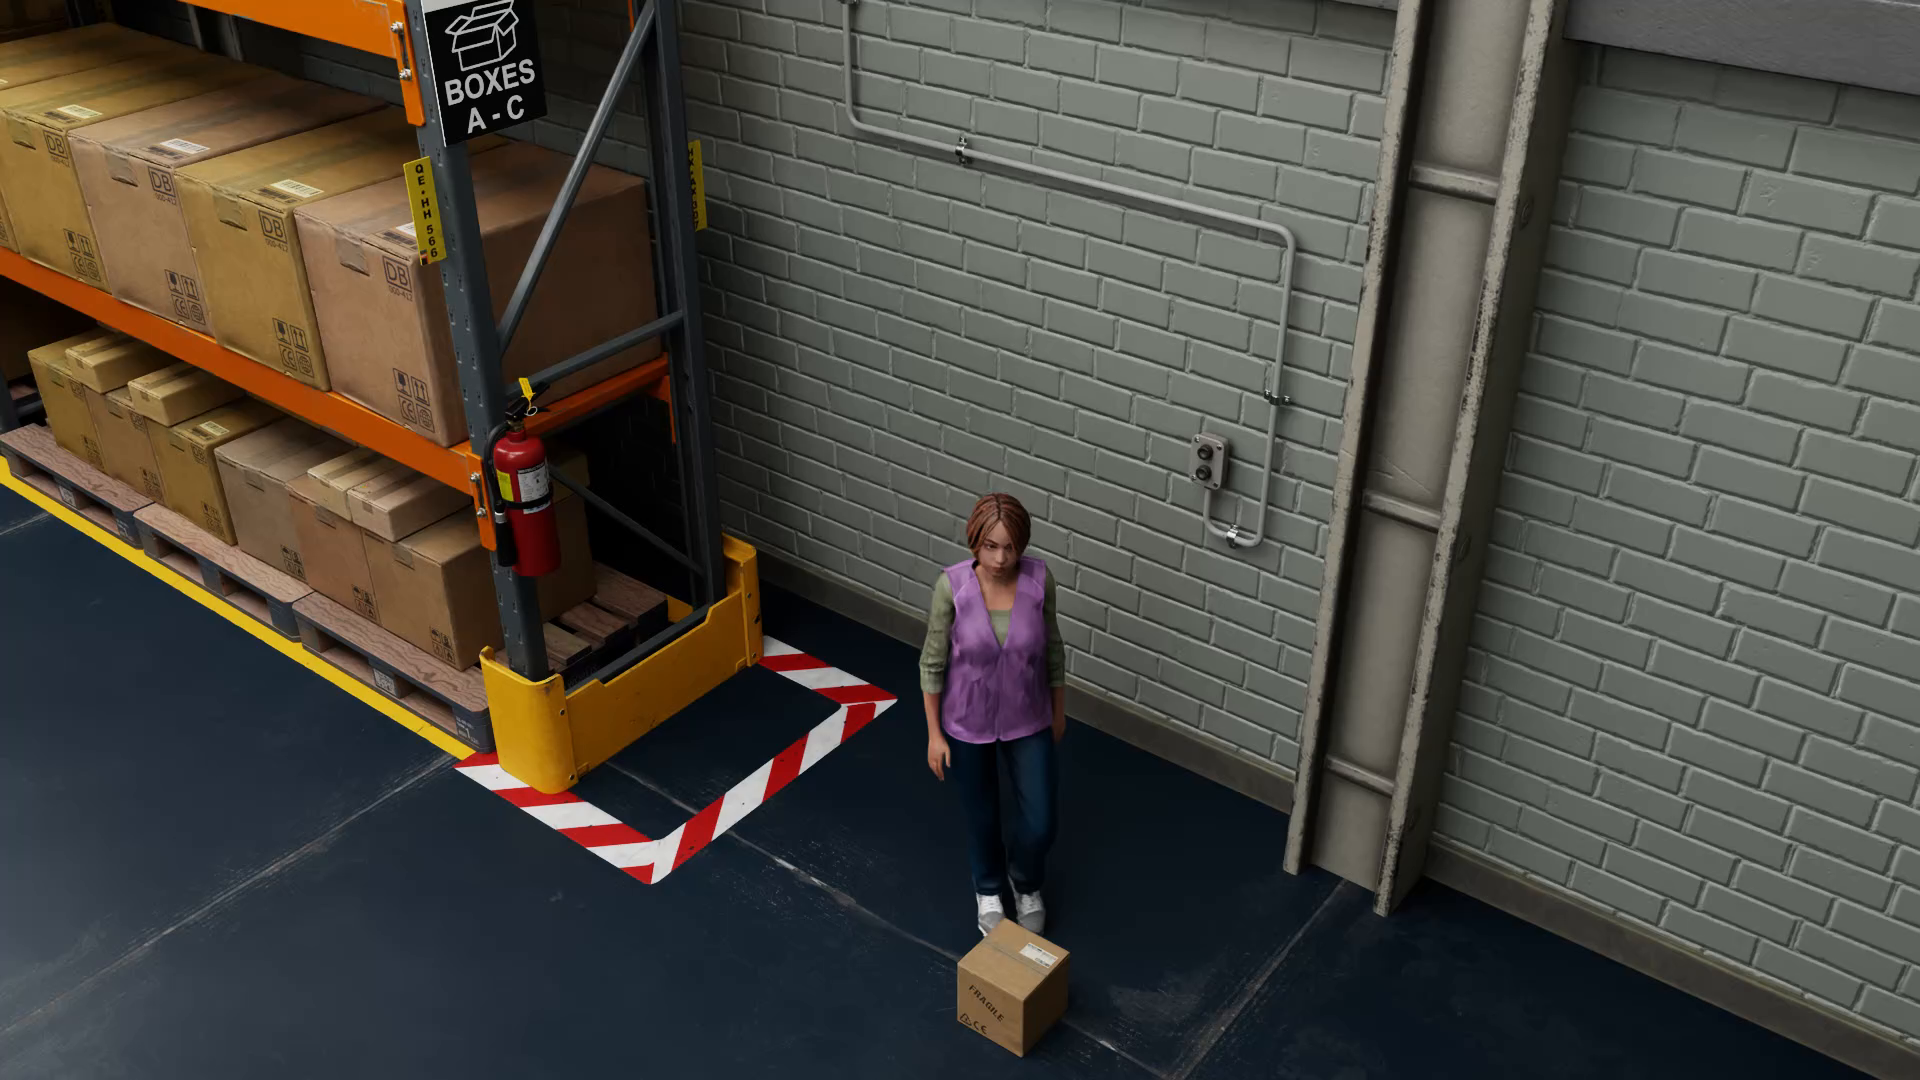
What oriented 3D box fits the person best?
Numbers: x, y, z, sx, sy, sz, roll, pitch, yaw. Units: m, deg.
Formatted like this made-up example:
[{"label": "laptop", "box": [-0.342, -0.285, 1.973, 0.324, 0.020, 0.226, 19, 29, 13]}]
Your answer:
[{"label": "person", "box": [0.109, 0.605, 5.131, 0.465, 1.610, 0.405, -1, 31, -2]}]
